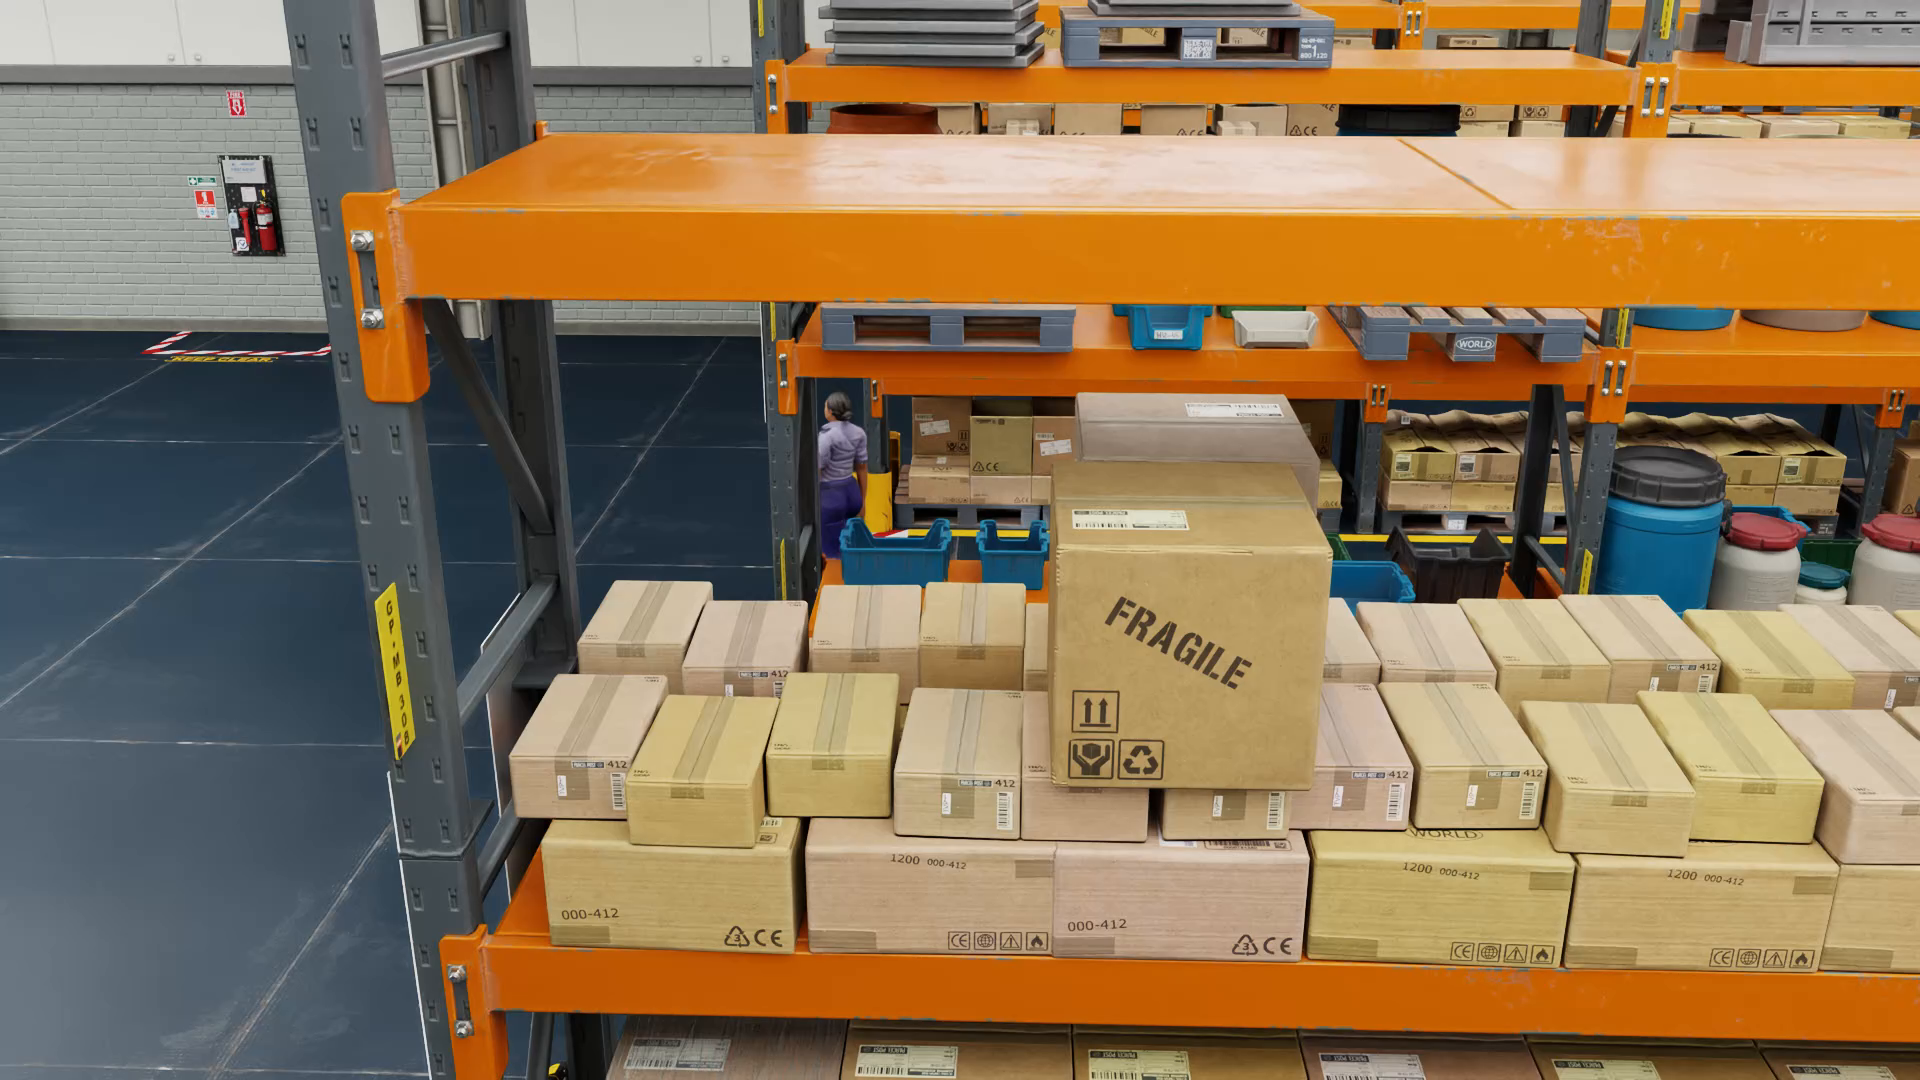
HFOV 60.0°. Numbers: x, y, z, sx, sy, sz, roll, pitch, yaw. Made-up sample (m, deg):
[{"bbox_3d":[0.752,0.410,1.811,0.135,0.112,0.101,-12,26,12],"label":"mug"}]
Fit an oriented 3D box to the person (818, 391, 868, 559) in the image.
[{"bbox_3d":[-0.885,-0.268,11.822,0.927,1.619,0.513,16,26,36],"label":"person"}]
